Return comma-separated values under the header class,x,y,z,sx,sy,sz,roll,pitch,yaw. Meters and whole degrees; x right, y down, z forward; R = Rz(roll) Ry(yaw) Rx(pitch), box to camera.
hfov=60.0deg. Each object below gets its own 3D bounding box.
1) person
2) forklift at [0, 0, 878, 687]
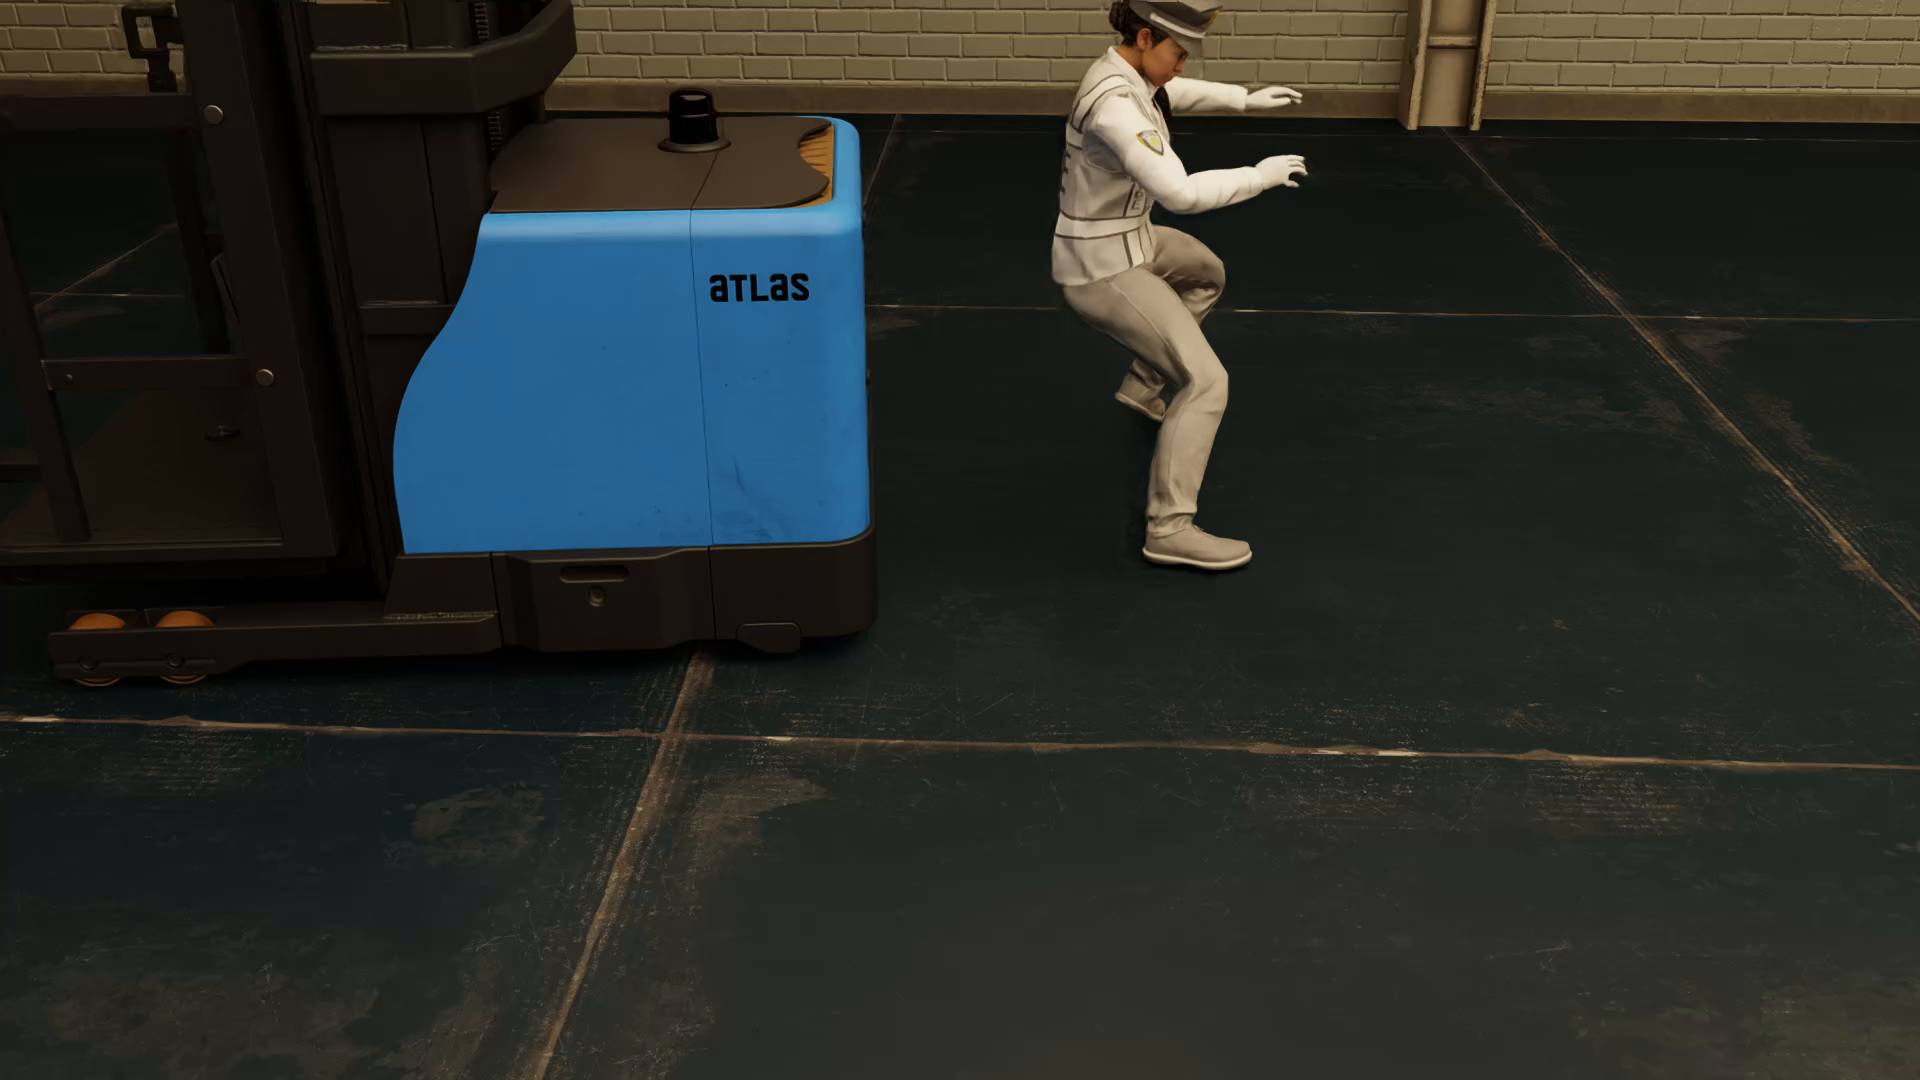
class,x,y,z,sx,sy,sz,roll,pitch,yaw
person,0.585,-0.799,4.522,0.669,1.423,1.060,5,27,11
forklift,-1.737,-1.217,3.676,3.031,2.935,1.130,-2,26,-3
